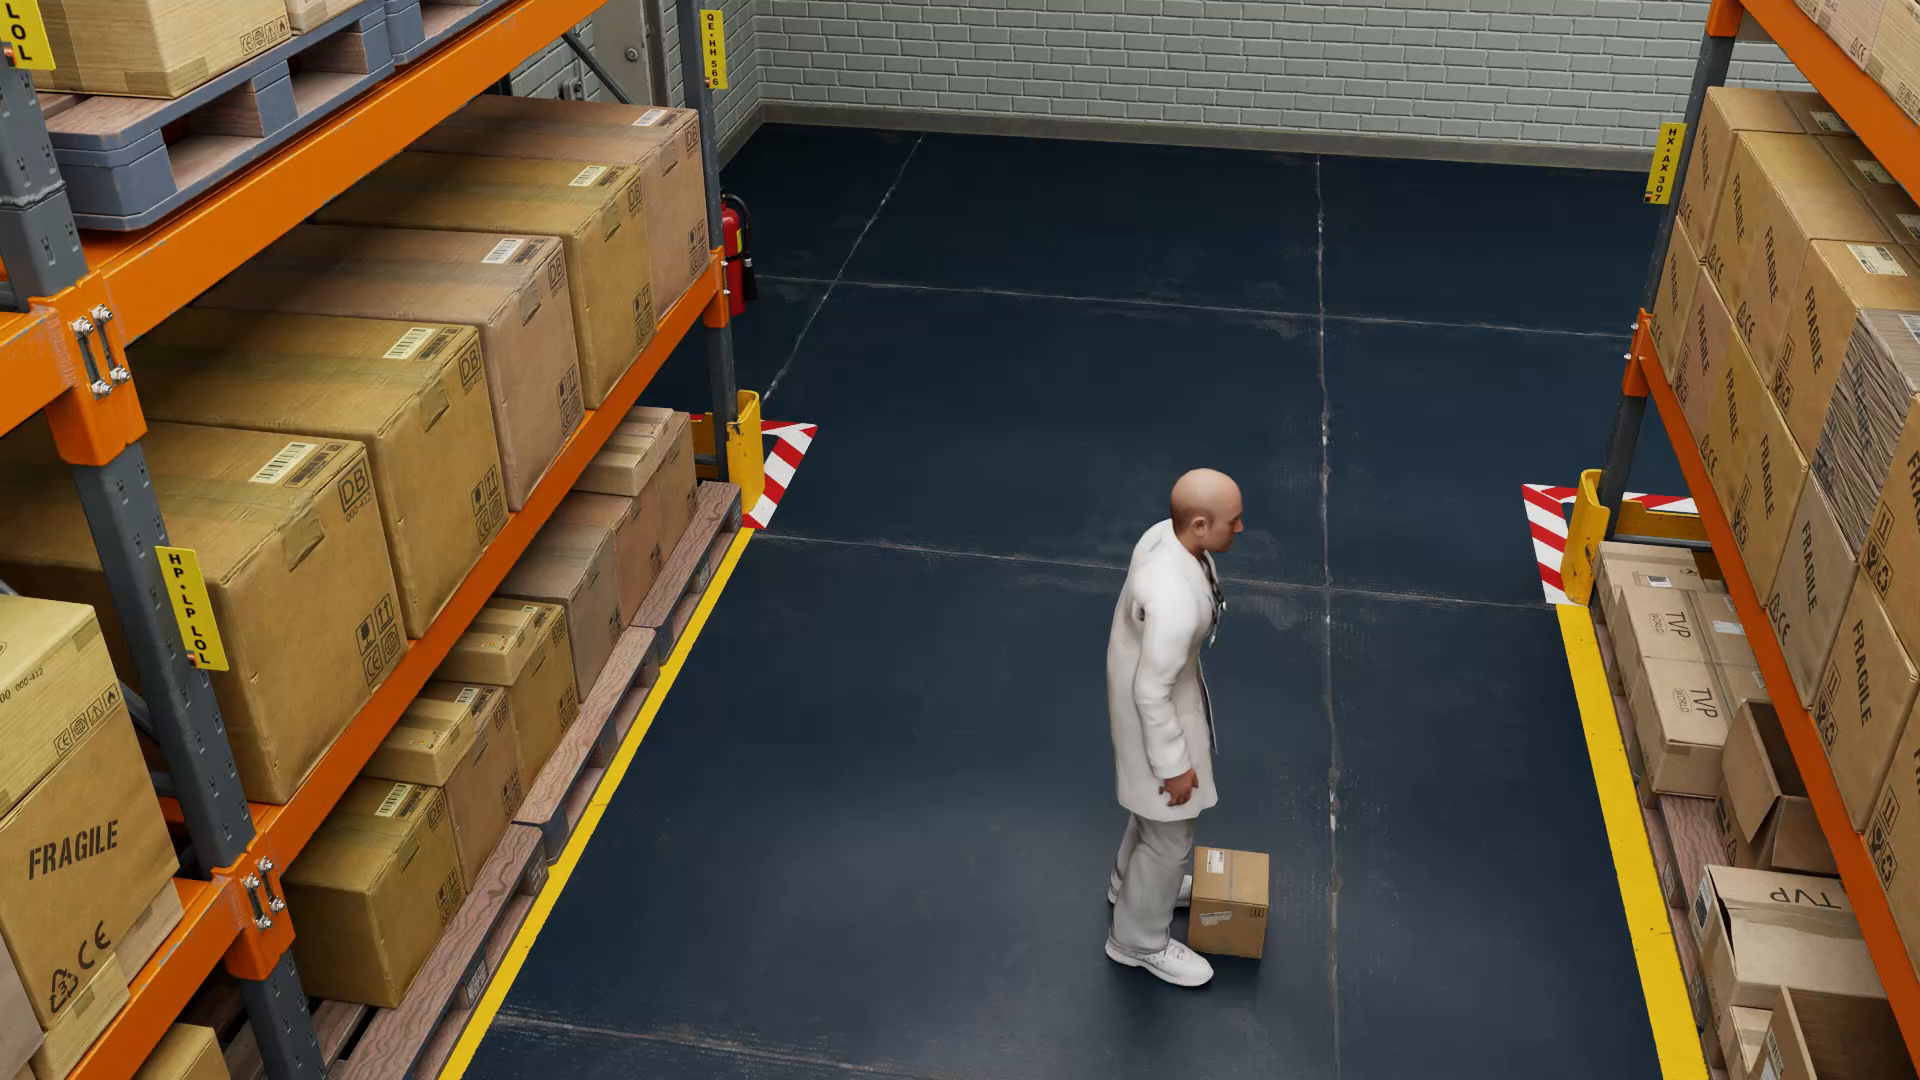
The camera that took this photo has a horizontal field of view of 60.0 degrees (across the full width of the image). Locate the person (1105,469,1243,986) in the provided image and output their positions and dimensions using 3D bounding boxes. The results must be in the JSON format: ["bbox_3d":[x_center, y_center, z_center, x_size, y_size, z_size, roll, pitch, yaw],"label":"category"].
[{"bbox_3d":[0.666,0.564,5.247,0.424,1.774,0.644,5,32,9],"label":"person"}]
